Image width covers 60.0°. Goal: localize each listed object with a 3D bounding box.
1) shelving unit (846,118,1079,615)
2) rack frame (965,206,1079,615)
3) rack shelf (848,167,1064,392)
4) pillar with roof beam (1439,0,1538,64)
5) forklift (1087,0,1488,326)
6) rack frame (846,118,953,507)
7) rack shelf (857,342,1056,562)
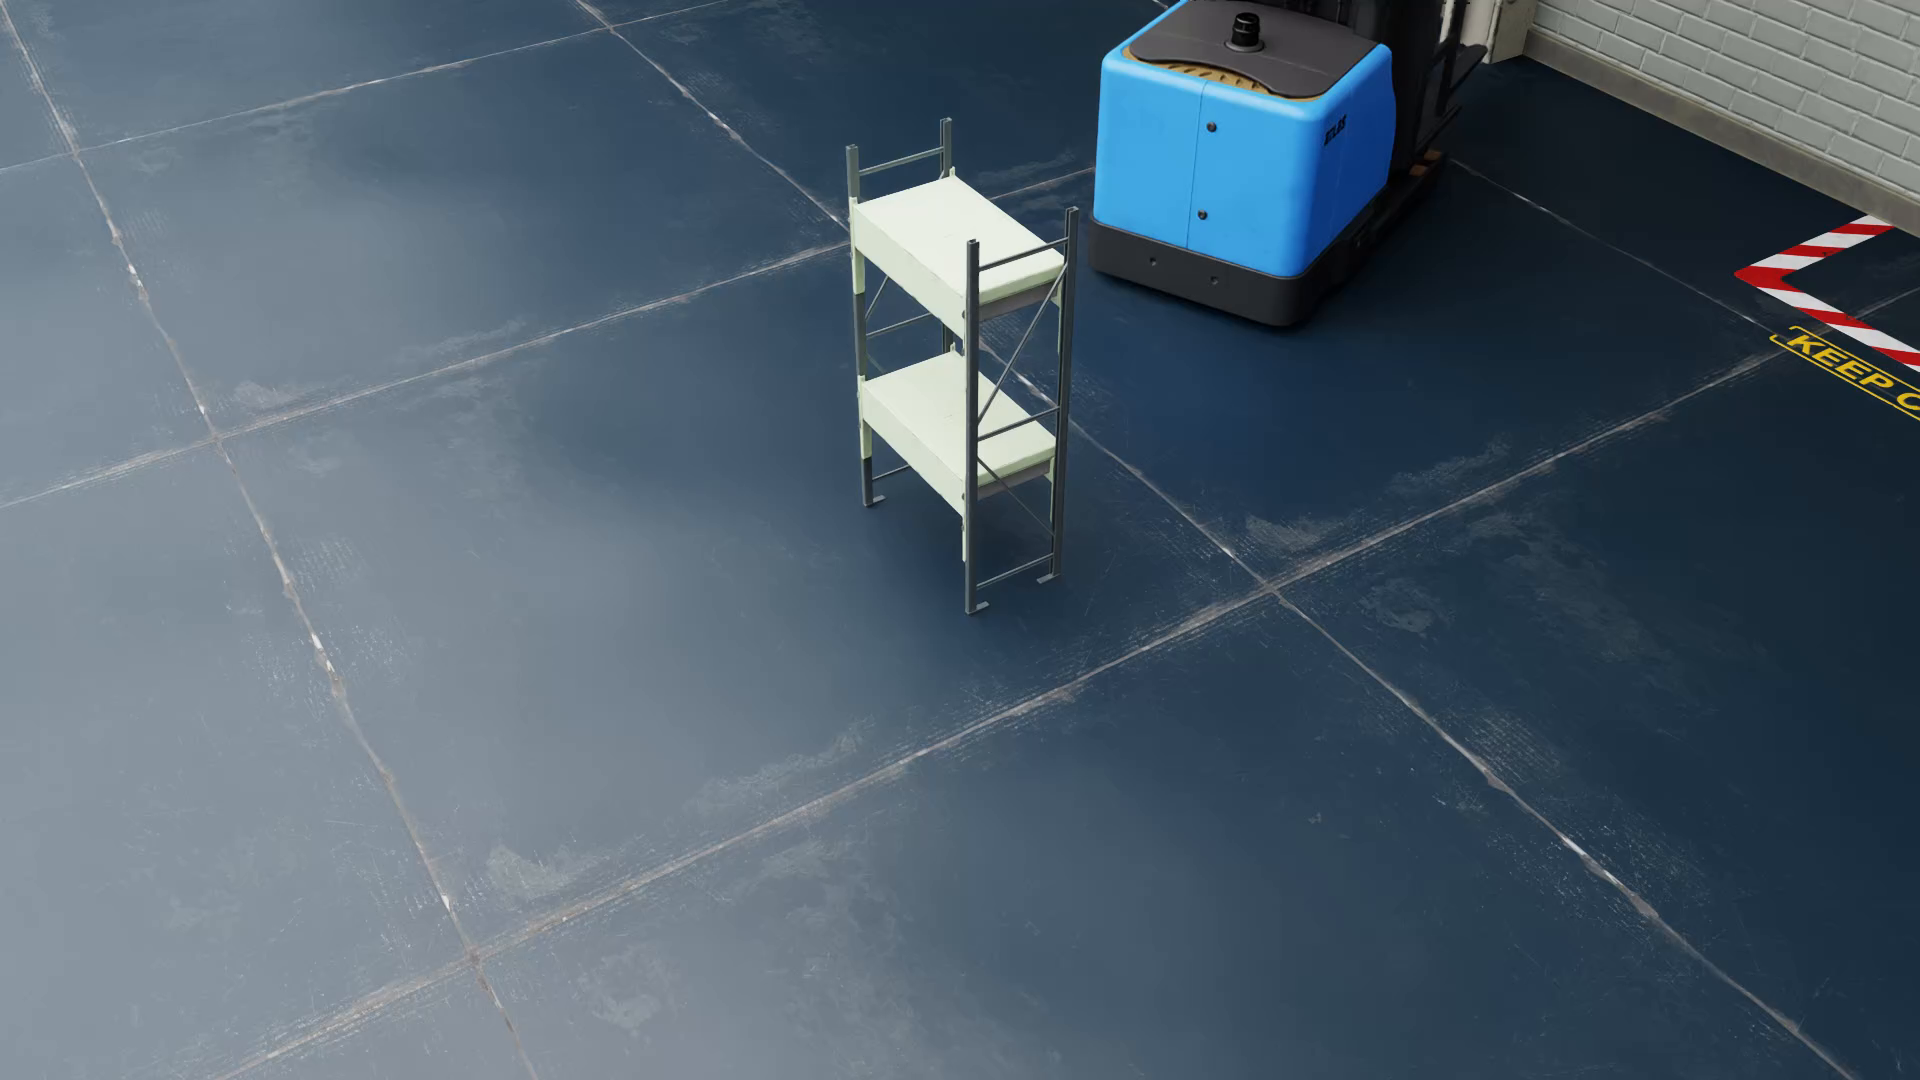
[{"bbox_3d":[-0.004,-0.580,5.774,0.431,1.500,0.755,-22,45,-24],"label":"shelving unit"},{"bbox_3d":[0.193,-0.382,5.537,0.400,1.500,0.023,-22,45,-24],"label":"rack frame"},{"bbox_3d":[-0.004,-0.880,5.524,0.431,0.370,0.720,-22,45,-24],"label":"rack shelf"},{"bbox_3d":[-0.582,-4.855,5.047,9.100,9.000,0.400,-22,45,-24],"label":"pillar with roof beam"},{"bbox_3d":[1.807,-2.974,7.529,1.130,2.935,3.031,22,45,25],"label":"forklift"},{"bbox_3d":[-0.200,-0.777,6.011,0.400,1.500,0.023,-22,45,-24],"label":"rack frame"},{"bbox_3d":[-0.004,-0.329,5.983,0.431,0.370,0.720,-22,45,-24],"label":"rack shelf"}]
